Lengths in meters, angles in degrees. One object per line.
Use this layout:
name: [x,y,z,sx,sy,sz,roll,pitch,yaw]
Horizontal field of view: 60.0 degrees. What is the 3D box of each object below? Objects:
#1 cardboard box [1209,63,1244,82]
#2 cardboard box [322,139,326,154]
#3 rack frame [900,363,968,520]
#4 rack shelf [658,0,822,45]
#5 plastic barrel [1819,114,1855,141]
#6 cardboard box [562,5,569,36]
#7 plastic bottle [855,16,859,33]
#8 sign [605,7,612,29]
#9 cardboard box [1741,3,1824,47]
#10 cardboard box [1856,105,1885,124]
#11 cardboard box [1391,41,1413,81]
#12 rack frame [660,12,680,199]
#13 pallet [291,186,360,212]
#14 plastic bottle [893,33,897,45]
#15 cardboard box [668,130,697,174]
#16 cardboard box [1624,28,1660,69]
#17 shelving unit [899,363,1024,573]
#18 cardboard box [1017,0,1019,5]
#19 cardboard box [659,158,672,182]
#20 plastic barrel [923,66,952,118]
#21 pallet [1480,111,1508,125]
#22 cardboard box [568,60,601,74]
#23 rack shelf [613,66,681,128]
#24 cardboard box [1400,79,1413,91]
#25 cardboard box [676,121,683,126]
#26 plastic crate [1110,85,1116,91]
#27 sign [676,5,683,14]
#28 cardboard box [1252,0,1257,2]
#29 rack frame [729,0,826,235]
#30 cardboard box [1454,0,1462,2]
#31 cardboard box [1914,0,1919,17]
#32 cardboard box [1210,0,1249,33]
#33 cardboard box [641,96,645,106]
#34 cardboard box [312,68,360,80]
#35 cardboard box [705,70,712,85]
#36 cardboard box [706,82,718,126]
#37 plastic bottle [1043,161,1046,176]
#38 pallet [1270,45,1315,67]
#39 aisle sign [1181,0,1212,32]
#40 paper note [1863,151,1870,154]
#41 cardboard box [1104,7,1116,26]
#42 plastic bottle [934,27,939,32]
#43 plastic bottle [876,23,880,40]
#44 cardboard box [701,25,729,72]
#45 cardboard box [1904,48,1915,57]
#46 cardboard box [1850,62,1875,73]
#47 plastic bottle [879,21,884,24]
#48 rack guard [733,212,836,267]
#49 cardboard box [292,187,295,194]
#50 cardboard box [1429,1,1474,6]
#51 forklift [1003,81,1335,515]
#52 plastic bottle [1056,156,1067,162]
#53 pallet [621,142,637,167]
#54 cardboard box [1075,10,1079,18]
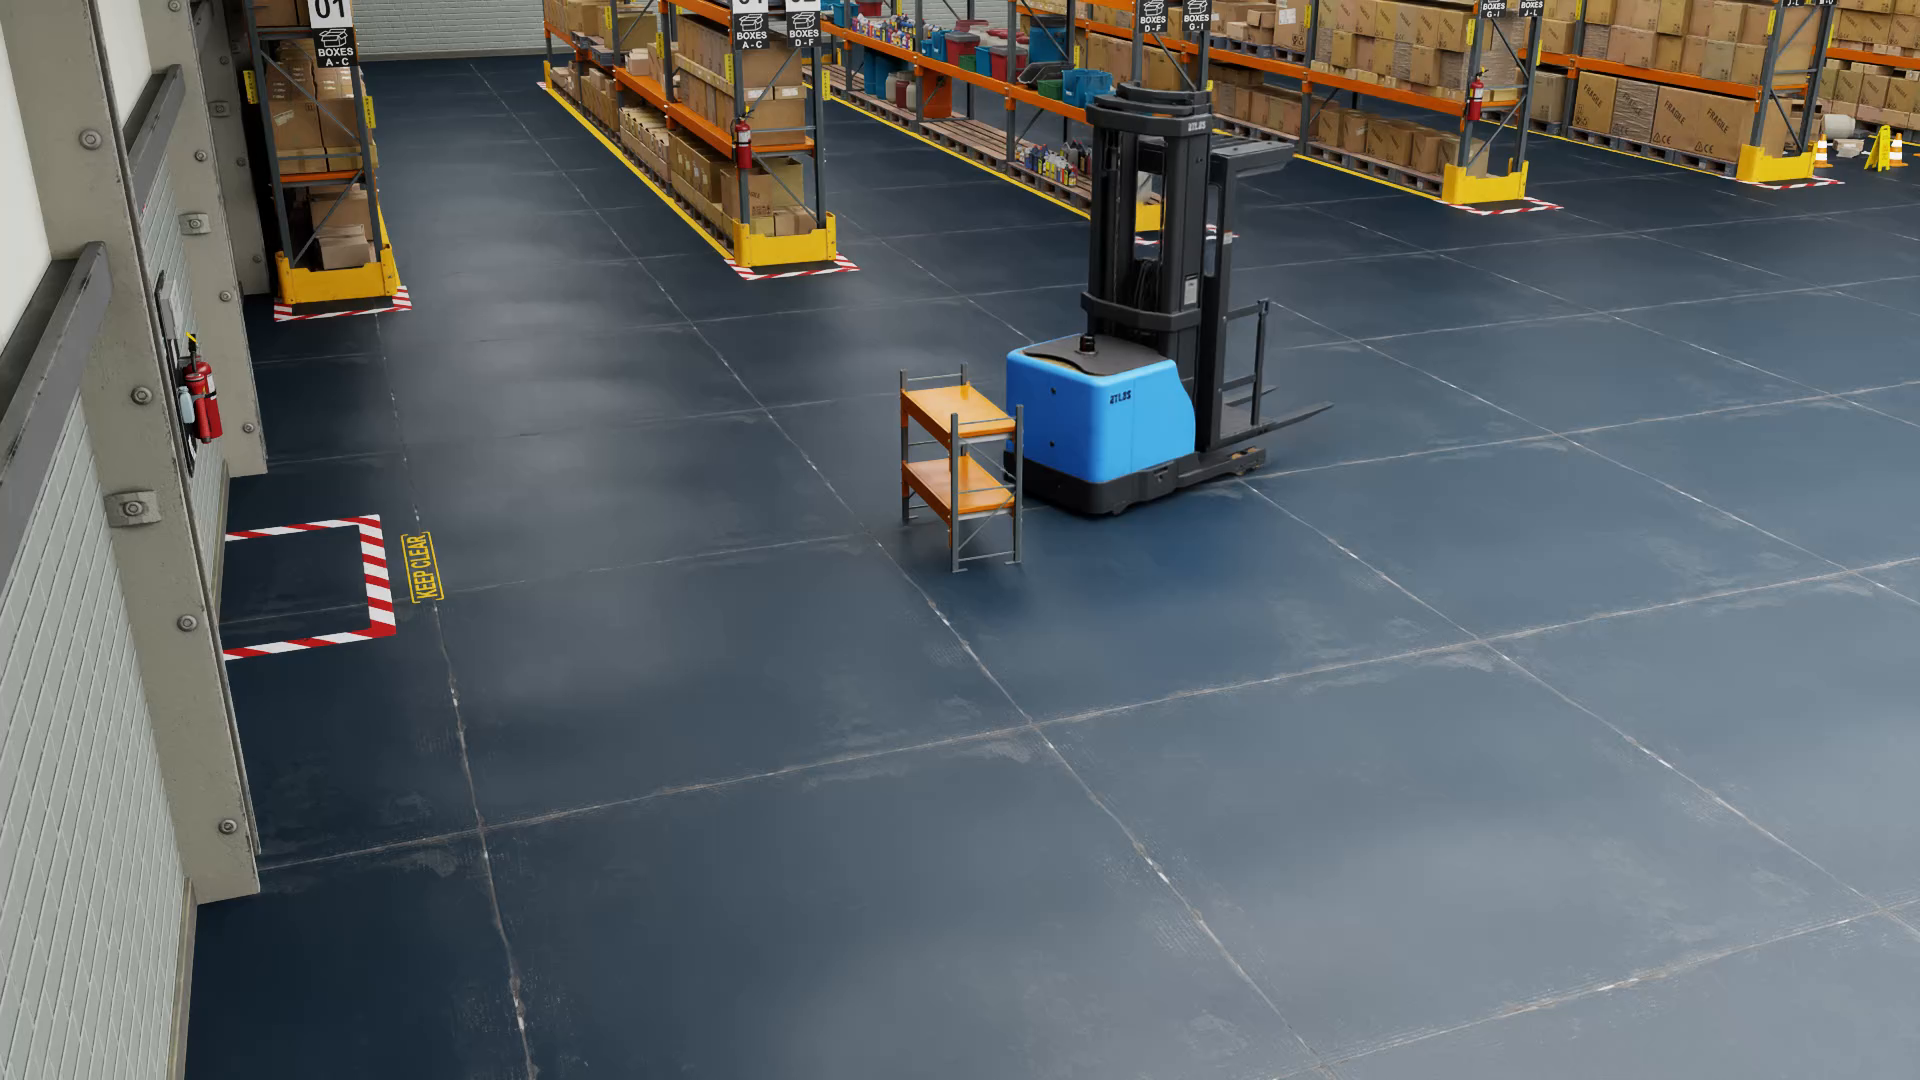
cardboard box: [4.651,-8.103,28.799,0.500,0.250,0.500,-7,24,-17]
cardboard box: [-6.762,-4.348,18.371,0.500,0.250,0.500,-9,25,-21]
rack frame: [-0.182,-0.706,11.976,0.500,1.125,0.032,-8,24,-19]
rack shelf: [-2.763,-6.459,20.276,1.077,0.370,4.000,-8,24,-19]
plastic barrel: [14.338,-6.754,27.230,0.512,0.421,0.421,8,24,18]
cardboard box: [-6.896,-9.421,30.111,0.500,0.500,0.500,-8,24,-17]
plastic bottle: [-1.883,-9.426,30.401,0.061,0.283,0.133,-8,24,-19]
sign: [-5.387,-8.007,25.497,0.100,0.325,0.005,-8,24,-19]
cardboard box: [11.794,-7.390,23.837,0.875,0.550,0.550,-8,24,-19]
cardboard box: [15.415,-7.142,27.833,0.500,0.250,0.500,-9,24,-20]
cardboard box: [6.619,-6.779,23.459,0.875,0.500,0.500,-8,24,-19]
rack frame: [-3.469,-6.135,22.443,1.000,3.000,0.127,-8,24,-19]
pallet: [-8.379,-4.451,22.039,1.003,0.211,1.213,-8,24,-19]
plastic bottle: [-1.101,-8.604,28.557,0.097,0.201,0.097,0,23,0]
cardboard box: [-3.599,-5.195,22.248,0.500,0.500,0.500,-8,24,-19]
cardboard box: [10.913,-7.664,25.878,0.875,0.550,0.550,-8,24,-19]
shelving unit: [-0.002,-0.521,11.537,0.538,1.125,1.048,-8,24,-19]
cardboard box: [1.377,-11.563,35.645,0.380,0.149,0.250,-8,24,-18]
cardboard box: [-3.887,-5.172,23.158,0.500,0.250,0.500,-9,24,-20]
plastic barrel: [-0.436,-7.635,28.257,0.600,0.830,0.708,-8,24,-19]
pallet: [9.697,-7.565,29.428,1.003,0.211,1.213,-8,24,-19]
cardboard box: [-6.964,-8.776,31.357,0.797,0.503,0.637,-8,24,-19]
rack shelf: [-4.176,-6.530,24.307,1.077,0.370,4.000,-8,24,-19]
cardboard box: [6.462,-6.450,23.516,0.380,0.149,0.250,-8,24,-19]
cardboard box: [-3.927,-6.062,24.549,0.500,0.311,0.500,-8,24,-18]
plastic crate: [1.976,-6.136,22.786,0.530,0.136,0.437,-8,24,-19]
sign: [-4.364,-8.199,25.850,0.100,0.325,0.005,-8,24,-19]
cardboard box: [6.571,-11.755,36.102,0.380,0.149,0.250,-9,24,-20]
rack frame: [-2.056,-4.681,18.995,1.000,3.000,0.127,-8,24,-19]
cardboard box: [9.212,-9.932,30.036,0.700,0.500,0.500,-8,24,-19]
cardboard box: [15.651,-8.554,26.385,0.700,0.500,0.500,-9,24,-20]
cardboard box: [4.615,-8.995,28.559,0.500,0.500,0.500,-12,25,-25]
cardboard box: [-4.966,-7.033,27.226,0.500,0.500,0.500,-9,25,-21]
cardboard box: [-7.297,-5.245,19.534,0.500,0.500,0.500,-9,24,-21]
cardboard box: [-2.920,-5.702,20.453,0.380,0.149,0.250,-9,24,-20]
cardboard box: [-2.759,-5.461,20.715,0.700,0.500,0.500,-8,24,-17]
plastic bottle: [1.208,-5.201,23.265,0.097,0.201,0.097,0,23,0]
pallet: [5.666,-7.702,26.408,1.003,0.211,1.213,-8,24,-19]
aisle sign: [2.878,-6.571,20.132,0.394,0.787,0.004,-8,24,-19]
paper note: [14.287,-6.101,26.186,0.148,0.019,0.142,-18,29,-37]
cardboard box: [3.080,-10.061,31.631,0.500,0.500,0.500,-8,24,-19]
plastic bottle: [-0.405,-8.755,28.825,0.097,0.271,0.097,0,23,0]
plastic bottle: [-1.429,-8.973,29.344,0.097,0.271,0.097,0,23,0]
cardboard box: [-2.775,-6.071,20.493,0.700,0.500,0.500,-8,24,-19]
cardboard box: [15.630,-7.948,27.068,0.380,0.149,0.250,-8,24,-19]
cardboard box: [15.198,-7.932,27.905,0.380,0.149,0.250,-7,24,-17]
plastic bottle: [-1.384,-9.126,29.701,0.152,0.276,0.135,-8,24,-19]
rack guard: [-2.048,-3.521,19.459,1.175,0.500,0.348,-8,24,-19]
cardboard box: [-8.608,-4.950,22.285,0.700,0.500,0.500,-9,24,-20]
cardboard box: [6.925,-7.284,23.371,0.500,0.500,0.500,-8,24,-19]
forklift: [1.771,-1.993,12.704,3.031,2.935,1.130,-19,29,-37]
plastic bottle: [1.409,-5.217,23.205,0.152,0.276,0.135,-8,24,-19]
pallet: [-4.628,-5.999,25.710,1.003,0.211,1.213,-8,24,-19]
cardboard box: [2.468,-10.443,32.988,0.380,0.149,0.250,-8,24,-18]
